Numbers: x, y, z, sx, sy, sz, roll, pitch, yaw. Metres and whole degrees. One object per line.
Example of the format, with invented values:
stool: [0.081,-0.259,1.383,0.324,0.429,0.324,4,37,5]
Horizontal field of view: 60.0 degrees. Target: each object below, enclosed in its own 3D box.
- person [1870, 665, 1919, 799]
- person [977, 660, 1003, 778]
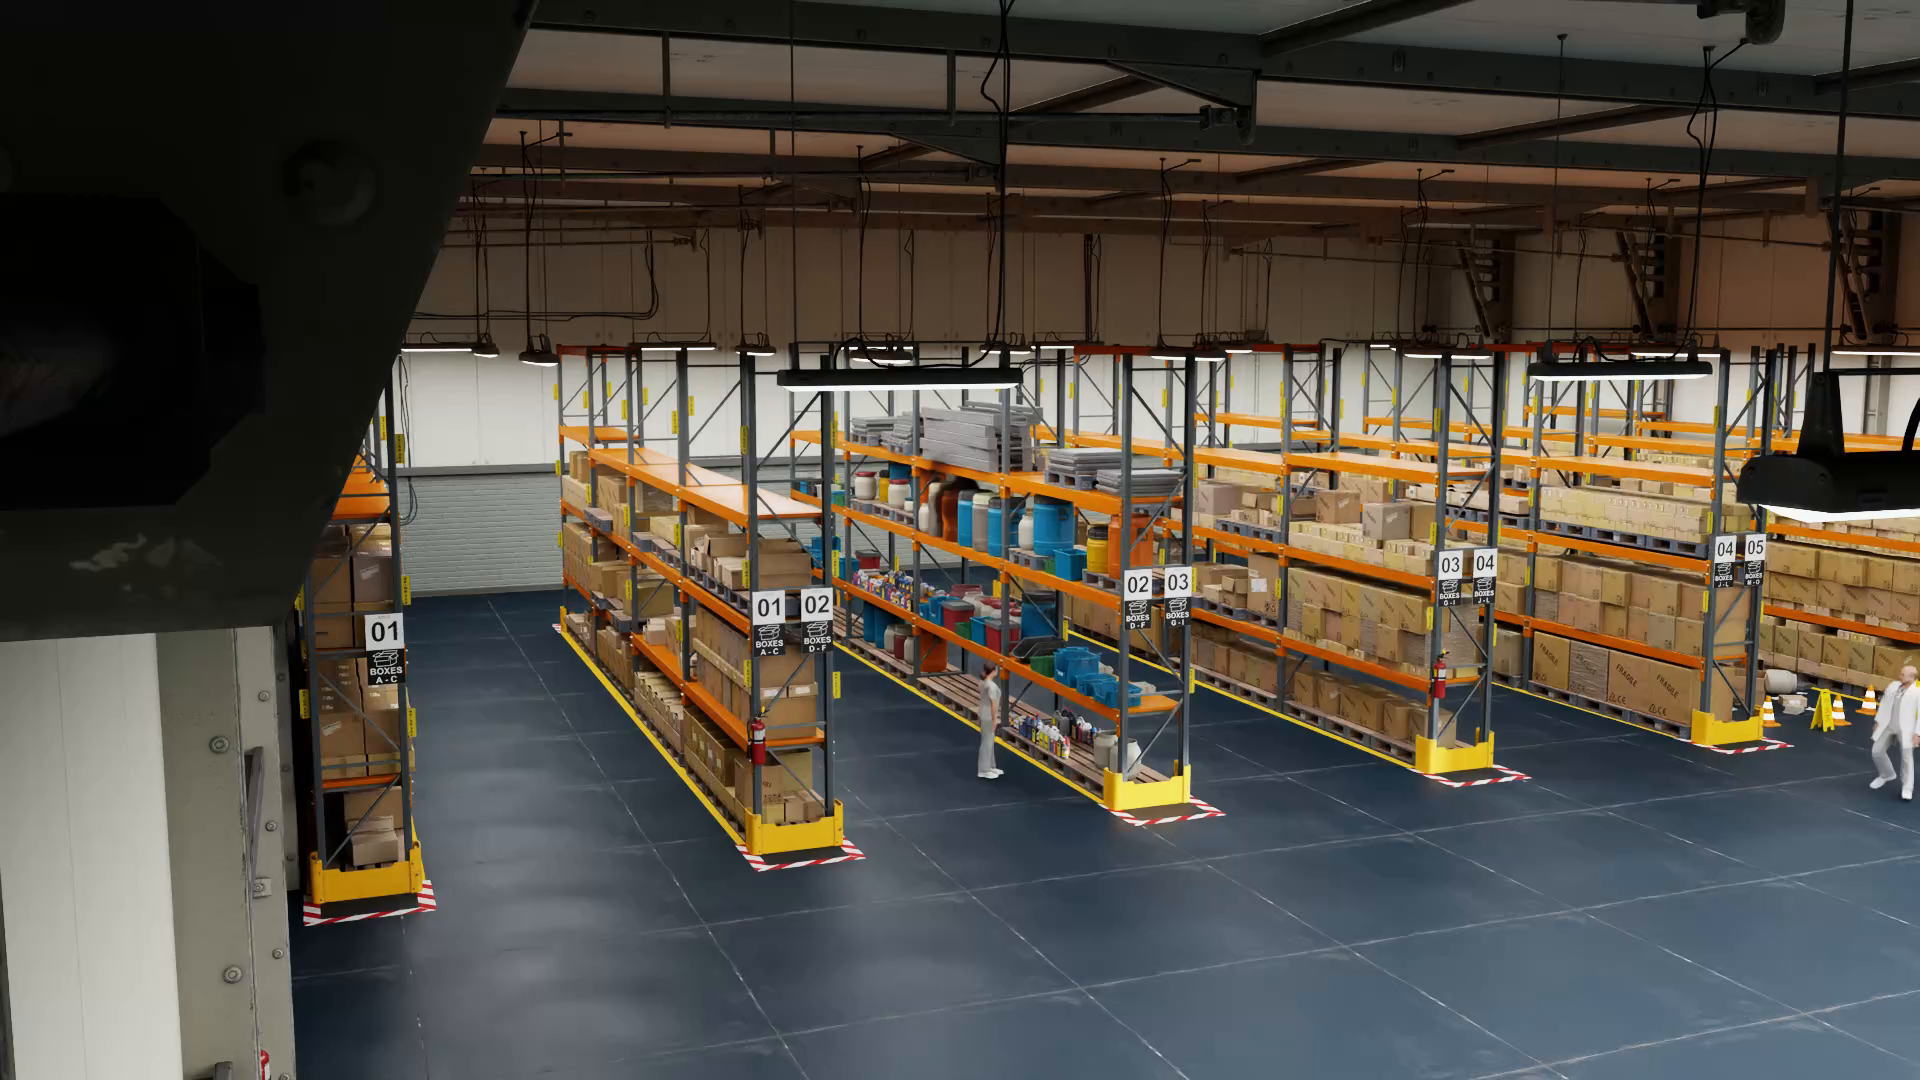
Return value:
person: [12.756,2.576,22.599,0.561,1.780,0.654,-7,10,-44]
person: [0.448,2.527,23.482,0.425,1.691,0.462,-2,8,-15]
